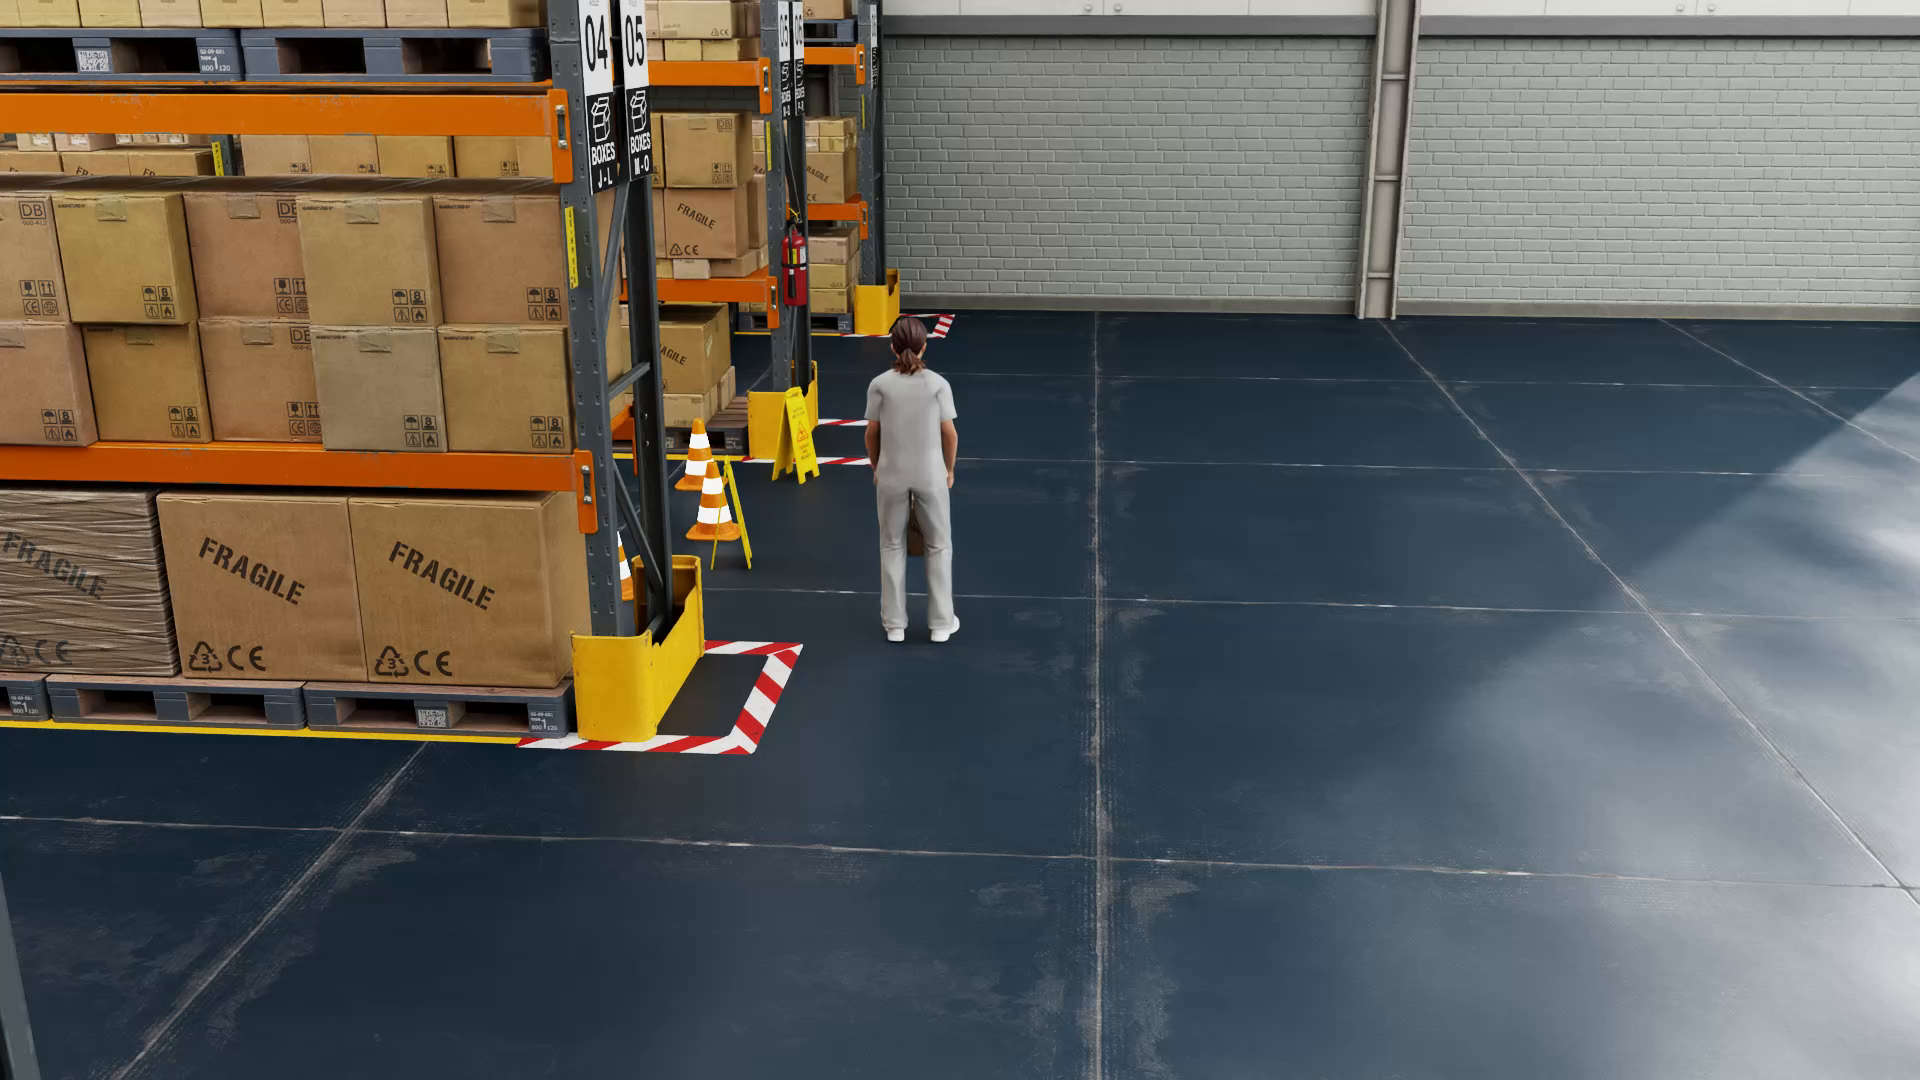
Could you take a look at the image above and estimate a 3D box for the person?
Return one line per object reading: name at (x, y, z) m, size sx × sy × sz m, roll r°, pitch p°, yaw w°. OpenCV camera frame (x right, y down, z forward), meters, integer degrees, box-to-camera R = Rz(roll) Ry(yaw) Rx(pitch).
person at (-0.244, -0.300, 8.495) m, size 0.474 × 1.676 × 0.359 m, roll 1°, pitch 18°, yaw 3°
